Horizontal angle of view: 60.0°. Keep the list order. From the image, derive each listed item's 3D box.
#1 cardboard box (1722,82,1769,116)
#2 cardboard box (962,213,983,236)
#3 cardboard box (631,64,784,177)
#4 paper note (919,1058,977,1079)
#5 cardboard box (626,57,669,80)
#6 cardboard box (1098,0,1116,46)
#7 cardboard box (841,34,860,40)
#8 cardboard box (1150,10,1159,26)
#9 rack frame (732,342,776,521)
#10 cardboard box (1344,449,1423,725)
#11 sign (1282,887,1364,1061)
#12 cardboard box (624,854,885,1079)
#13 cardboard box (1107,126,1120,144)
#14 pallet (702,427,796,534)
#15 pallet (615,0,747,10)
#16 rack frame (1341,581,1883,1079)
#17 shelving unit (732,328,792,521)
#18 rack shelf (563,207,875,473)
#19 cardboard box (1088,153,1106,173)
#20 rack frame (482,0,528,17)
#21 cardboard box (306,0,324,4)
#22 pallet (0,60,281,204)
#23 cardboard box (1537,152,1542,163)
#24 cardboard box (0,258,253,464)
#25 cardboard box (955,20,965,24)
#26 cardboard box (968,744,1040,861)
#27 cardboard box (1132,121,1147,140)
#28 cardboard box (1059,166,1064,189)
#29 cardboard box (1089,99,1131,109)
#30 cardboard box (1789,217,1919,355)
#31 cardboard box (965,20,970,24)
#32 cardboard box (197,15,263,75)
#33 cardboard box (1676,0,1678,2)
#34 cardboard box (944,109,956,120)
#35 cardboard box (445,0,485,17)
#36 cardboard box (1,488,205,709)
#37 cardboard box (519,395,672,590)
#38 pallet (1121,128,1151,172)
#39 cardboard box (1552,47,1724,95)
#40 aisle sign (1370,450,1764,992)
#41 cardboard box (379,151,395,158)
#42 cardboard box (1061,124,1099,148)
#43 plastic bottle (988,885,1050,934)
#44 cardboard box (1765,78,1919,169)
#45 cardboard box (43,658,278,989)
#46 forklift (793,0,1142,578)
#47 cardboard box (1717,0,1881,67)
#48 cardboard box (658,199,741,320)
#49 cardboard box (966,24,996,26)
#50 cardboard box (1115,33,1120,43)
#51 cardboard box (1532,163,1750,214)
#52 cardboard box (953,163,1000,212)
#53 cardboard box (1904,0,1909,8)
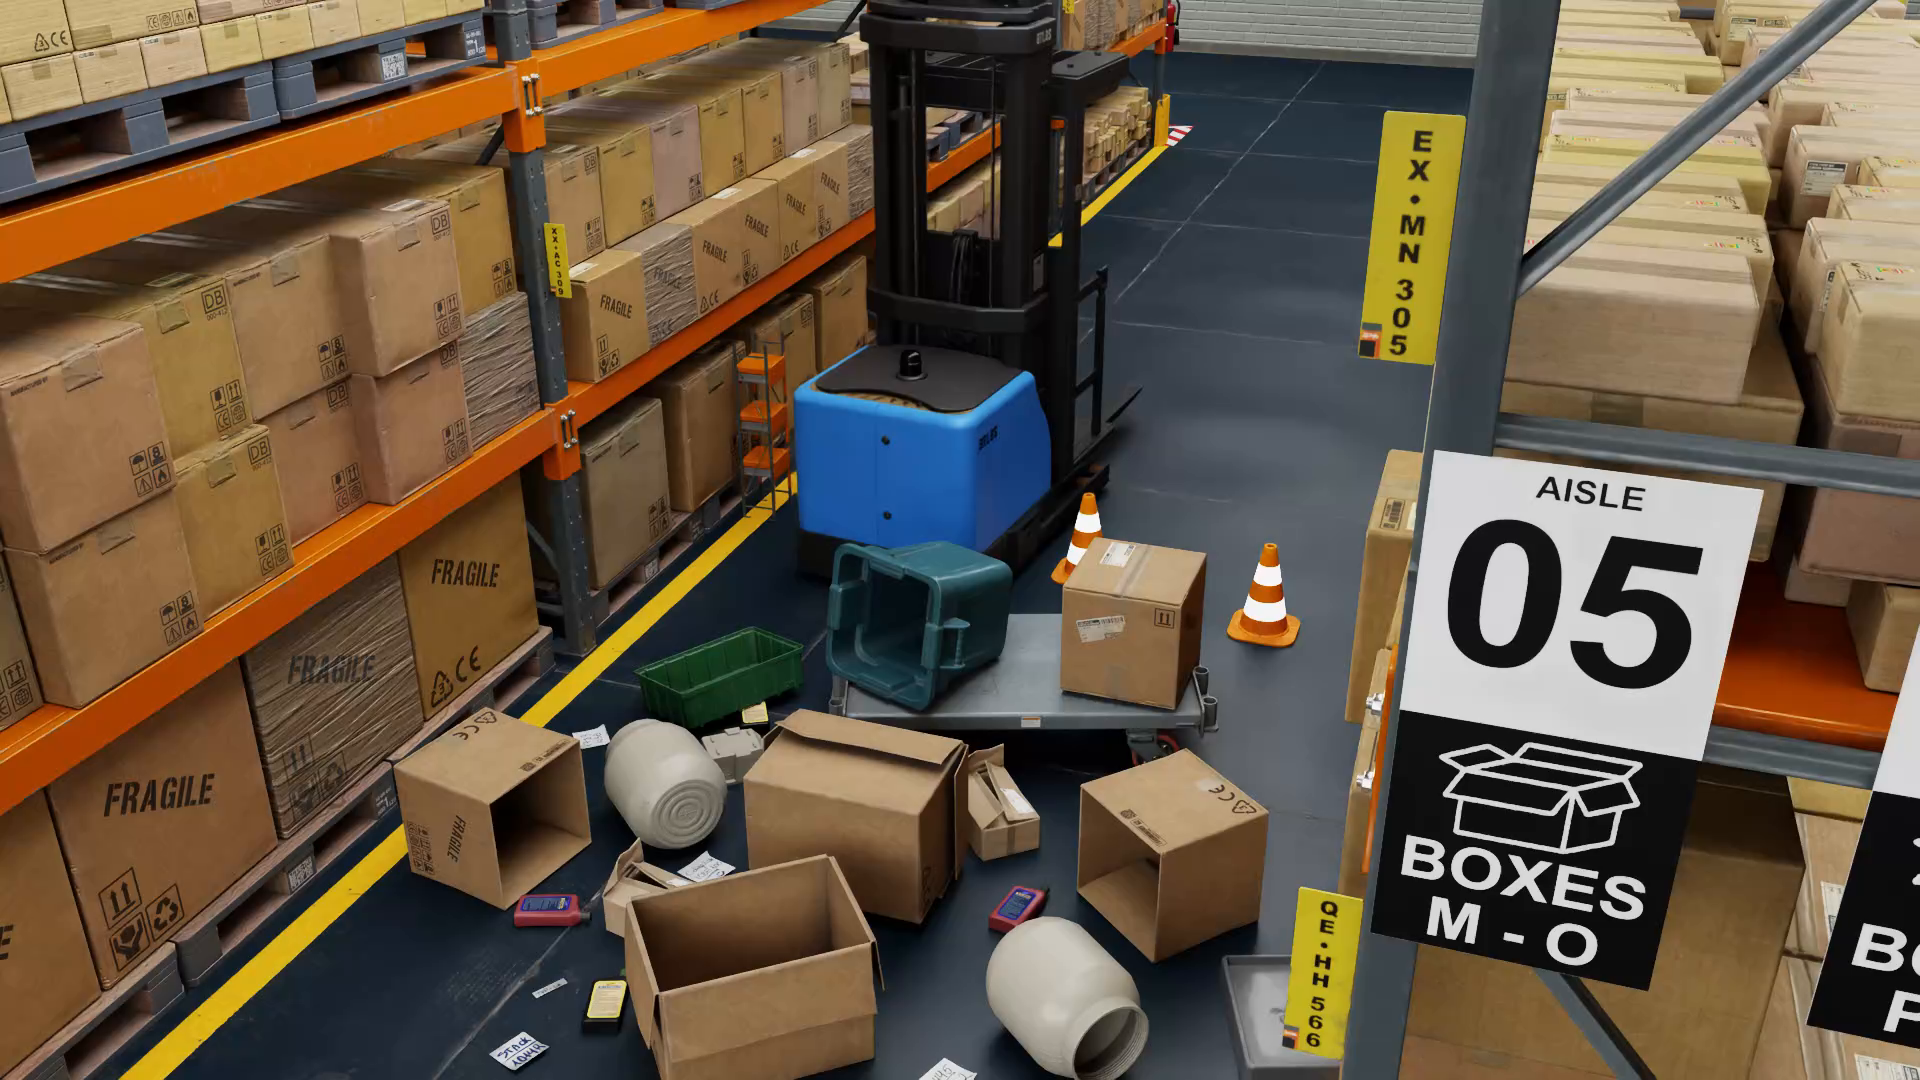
[{"bbox_3d":[2.185,-0.973,4.206,0.500,0.250,0.500,8,27,17],"label":"cardboard box"},{"bbox_3d":[-0.135,-2.249,12.838,0.500,0.500,0.500,8,27,16],"label":"cardboard box"},{"bbox_3d":[-1.436,-2.405,9.513,0.700,0.500,0.500,8,27,17],"label":"cardboard box"},{"bbox_3d":[-0.041,1.789,5.534,0.148,0.019,0.142,20,32,35],"label":"paper note"},{"bbox_3d":[-3.660,-4.779,17.634,0.875,0.875,0.875,9,27,17],"label":"cardboard box"},{"bbox_3d":[1.151,-4.908,15.489,0.500,0.500,0.500,8,27,16],"label":"cardboard box"},{"bbox_3d":[-0.691,-3.762,12.701,0.380,0.149,0.250,10,27,19],"label":"cardboard box"},{"bbox_3d":[1.879,-5.512,17.480,0.380,0.149,0.250,9,27,18],"label":"cardboard box"},{"bbox_3d":[-1.144,-0.593,9.269,0.200,1.050,0.008,7,27,15],"label":"rack frame"},{"bbox_3d":[1.310,0.150,3.895,0.700,0.500,0.500,8,27,17],"label":"cardboard box"},{"bbox_3d":[0.581,0.700,2.672,0.100,0.325,0.005,9,27,17],"label":"sign"},{"bbox_3d":[-0.705,1.486,5.603,0.797,0.503,0.637,-9,27,-18],"label":"cardboard box"},{"bbox_3d":[1.380,-4.050,16.621,0.380,0.149,0.250,10,28,20],"label":"cardboard box"},{"bbox_3d":[-1.683,-0.444,9.925,1.003,0.211,1.213,9,27,17],"label":"pallet"},{"bbox_3d":[-1.475,-3.045,8.871,1.003,0.211,1.213,10,28,20],"label":"pallet"},{"bbox_3d":[1.098,1.452,2.810,1.000,3.000,0.127,9,27,17],"label":"rack frame"},{"bbox_3d":[-1.109,-0.644,9.374,0.215,1.050,0.252,7,27,15],"label":"shelving unit"},{"bbox_3d":[-1.607,-1.366,9.456,1.077,0.370,4.000,9,27,17],"label":"rack shelf"},{"bbox_3d":[1.207,-3.704,16.247,0.380,0.149,0.250,8,27,16],"label":"cardboard box"},{"bbox_3d":[-2.273,-3.568,6.294,1.000,3.000,0.127,9,27,17],"label":"rack frame"},{"bbox_3d":[-2.363,-2.072,5.878,0.500,0.250,0.500,9,27,17],"label":"cardboard box"},{"bbox_3d":[-2.962,-1.344,5.244,1.003,0.211,1.213,9,27,17],"label":"pallet"},{"bbox_3d":[1.351,-0.634,3.507,0.500,0.250,0.500,10,27,19],"label":"cardboard box"},{"bbox_3d":[-2.980,-0.611,5.660,0.875,0.550,0.500,9,27,17],"label":"cardboard box"},{"bbox_3d":[-0.175,-4.404,14.028,0.380,0.149,0.250,10,28,20],"label":"cardboard box"},{"bbox_3d":[0.134,1.062,6.752,0.258,0.266,0.396,-9,27,-18],"label":"cardboard box"},{"bbox_3d":[1.752,-4.339,17.558,0.380,0.149,0.250,10,27,19],"label":"cardboard box"},{"bbox_3d":[0.812,-3.298,15.068,0.380,0.149,0.250,10,28,20],"label":"cardboard box"},{"bbox_3d":[1.533,-4.402,17.007,0.380,0.149,0.250,8,27,15],"label":"cardboard box"},{"bbox_3d":[1.477,-0.366,2.496,0.380,0.149,0.250,9,27,17],"label":"cardboard box"},{"bbox_3d":[0.284,-4.575,14.800,0.500,0.500,0.500,9,27,18],"label":"cardboard box"},{"bbox_3d":[-2.515,-1.620,5.403,0.380,0.149,0.250,8,27,17],"label":"cardboard box"},{"bbox_3d":[1.957,-1.595,5.033,0.380,0.149,0.250,10,27,19],"label":"cardboard box"},{"bbox_3d":[-0.249,-3.185,12.192,0.380,0.149,0.250,10,27,19],"label":"cardboard box"},{"bbox_3d":[-2.092,-2.143,6.484,0.380,0.149,0.250,9,27,17],"label":"cardboard box"},{"bbox_3d":[-3.056,0.108,5.413,0.875,0.550,0.550,9,27,17],"label":"cardboard box"},{"bbox_3d":[-2.151,-0.313,8.554,1.050,0.750,0.750,9,27,17],"label":"cardboard box"},{"bbox_3d":[1.392,-4.185,17.651,1.003,0.211,1.213,9,27,17],"label":"pallet"},{"bbox_3d":[1.577,-1.055,3.918,0.380,0.149,0.250,9,27,18],"label":"cardboard box"},{"bbox_3d":[0.804,0.265,2.277,0.394,0.787,0.004,9,27,17],"label":"aisle sign"},{"bbox_3d":[-5.336,-2.786,13.519,1.225,0.875,0.875,7,27,15],"label":"cardboard box"},{"bbox_3d":[1.112,-3.860,15.887,0.380,0.149,0.250,9,27,19],"label":"cardboard box"},{"bbox_3d":[0.231,1.389,6.311,0.133,0.061,0.283,14,29,26],"label":"plastic bottle"},{"bbox_3d":[1.944,-0.881,3.560,0.380,0.149,0.250,9,27,19],"label":"cardboard box"},{"bbox_3d":[-3.150,0.893,5.921,0.875,0.875,0.875,8,27,17],"label":"cardboard box"},{"bbox_3d":[0.232,-1.597,9.185,1.130,2.935,3.031,12,28,23],"label":"forklift"},{"bbox_3d":[2.344,-1.414,4.660,0.380,0.149,0.250,9,27,19],"label":"cardboard box"},{"bbox_3d":[-1.508,-1.503,8.798,0.500,0.500,0.500,9,27,17],"label":"cardboard box"},{"bbox_3d":[0.176,-3.982,13.156,0.380,0.149,0.250,9,27,17],"label":"cardboard box"},{"bbox_3d":[1.367,-4.995,16.413,0.380,0.149,0.250,8,27,15],"label":"cardboard box"},{"bbox_3d":[1.121,-0.534,2.842,0.380,0.149,0.250,8,27,17],"label":"cardboard box"},{"bbox_3d":[0.034,-2.786,13.088,0.500,0.250,0.500,8,27,15],"label":"cardboard box"},{"bbox_3d":[3.001,-1.846,5.868,0.500,0.250,0.500,8,27,16],"label":"cardboard box"}]
